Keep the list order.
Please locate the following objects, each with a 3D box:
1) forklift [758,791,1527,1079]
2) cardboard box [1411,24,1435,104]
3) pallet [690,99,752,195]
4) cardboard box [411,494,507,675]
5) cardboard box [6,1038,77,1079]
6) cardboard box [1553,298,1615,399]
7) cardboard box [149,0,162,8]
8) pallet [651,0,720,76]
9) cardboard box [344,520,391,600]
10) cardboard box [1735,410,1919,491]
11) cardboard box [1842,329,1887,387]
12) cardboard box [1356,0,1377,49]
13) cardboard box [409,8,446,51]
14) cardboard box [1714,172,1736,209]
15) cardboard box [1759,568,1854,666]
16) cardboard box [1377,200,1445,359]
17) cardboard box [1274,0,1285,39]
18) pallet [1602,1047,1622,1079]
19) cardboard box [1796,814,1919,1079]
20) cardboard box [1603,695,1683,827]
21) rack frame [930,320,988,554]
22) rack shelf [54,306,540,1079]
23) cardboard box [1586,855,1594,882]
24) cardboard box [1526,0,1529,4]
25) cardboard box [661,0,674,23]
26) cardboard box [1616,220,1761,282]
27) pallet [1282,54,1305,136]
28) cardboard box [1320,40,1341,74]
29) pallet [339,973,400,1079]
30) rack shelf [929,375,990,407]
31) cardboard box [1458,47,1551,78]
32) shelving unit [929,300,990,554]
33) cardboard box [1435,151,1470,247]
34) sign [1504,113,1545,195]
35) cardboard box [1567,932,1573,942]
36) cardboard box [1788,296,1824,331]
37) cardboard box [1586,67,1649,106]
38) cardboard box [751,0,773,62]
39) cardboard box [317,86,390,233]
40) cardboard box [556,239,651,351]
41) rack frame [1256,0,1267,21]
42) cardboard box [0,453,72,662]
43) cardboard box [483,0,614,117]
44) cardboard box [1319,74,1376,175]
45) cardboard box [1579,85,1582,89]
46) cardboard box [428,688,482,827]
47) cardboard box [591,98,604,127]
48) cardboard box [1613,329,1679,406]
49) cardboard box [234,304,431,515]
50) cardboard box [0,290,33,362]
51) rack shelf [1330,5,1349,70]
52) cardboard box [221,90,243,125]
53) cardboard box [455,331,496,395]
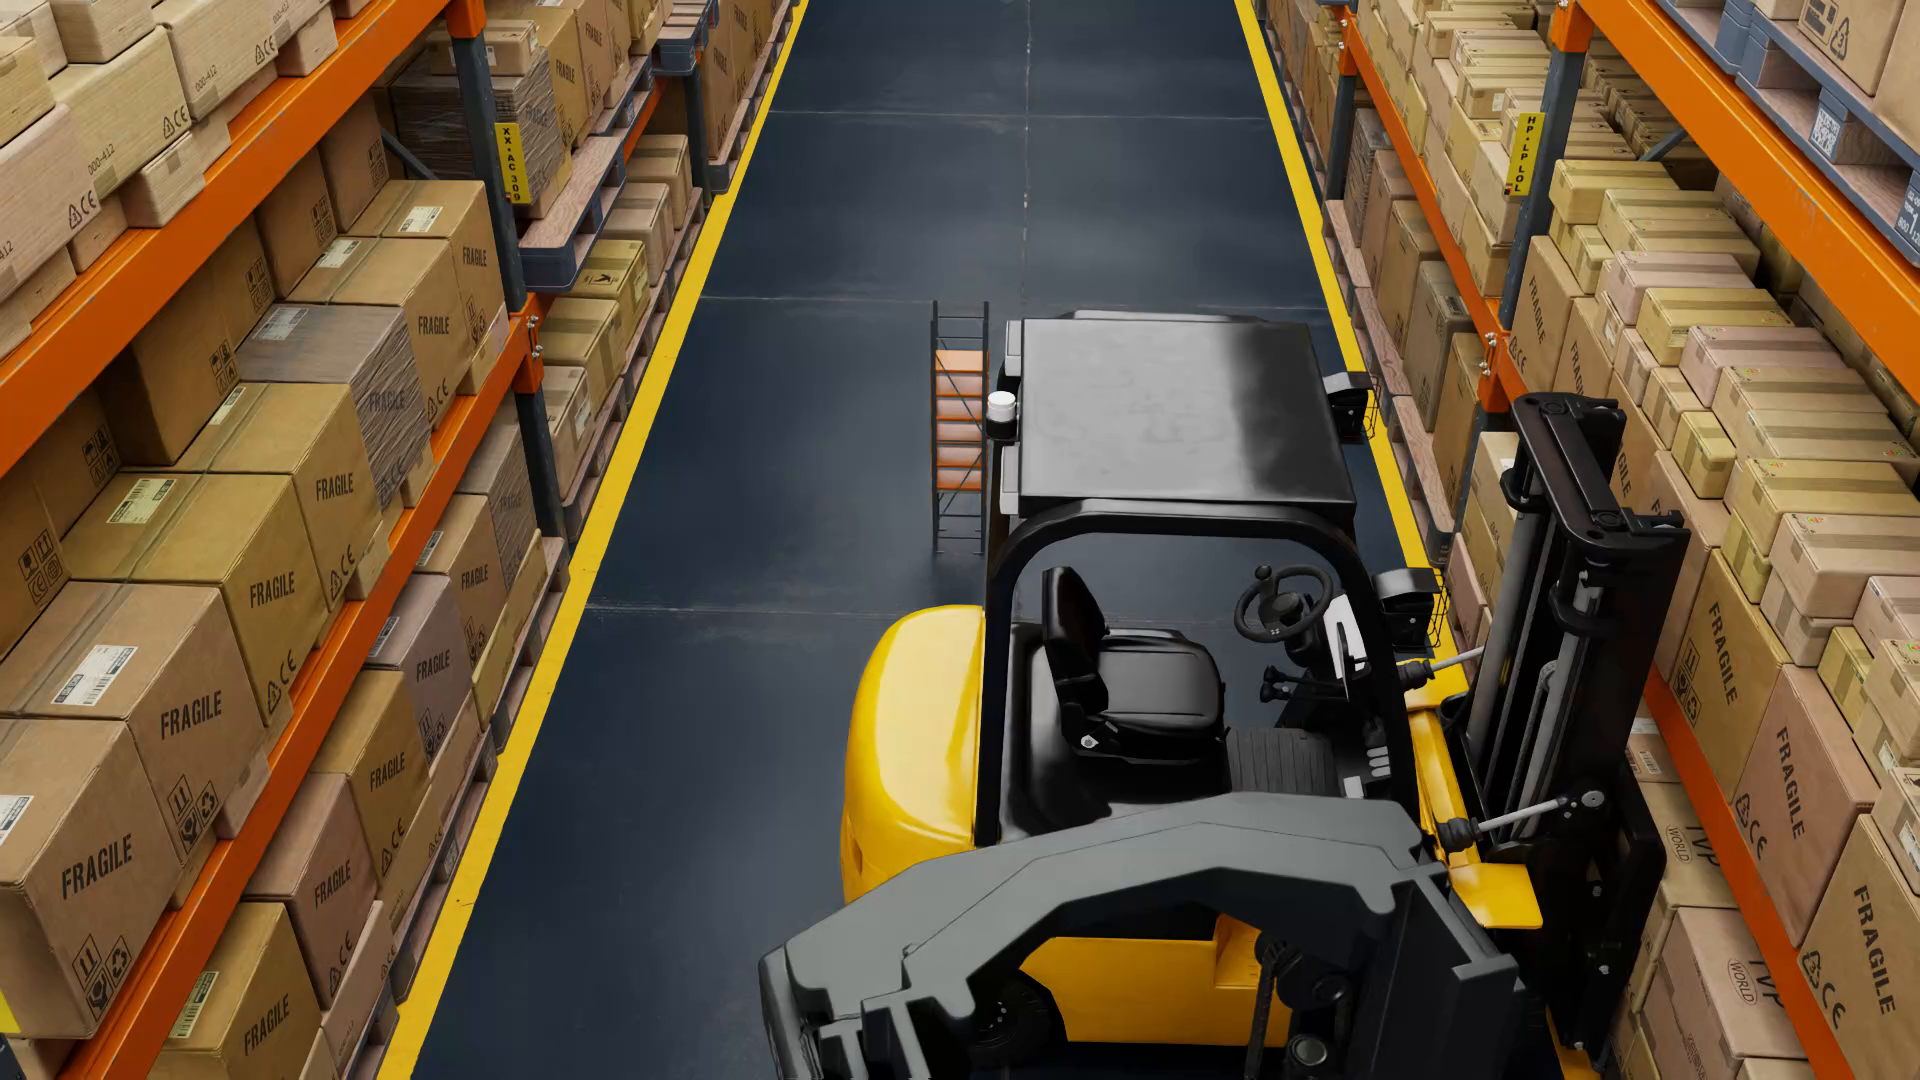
[{"bbox_3d":[0.392,1.943,2.437,1.130,2.935,3.031,-10,36,-14],"label":"forklift"},{"bbox_3d":[2.516,-2.315,8.132,0.500,0.250,0.500,2,35,3],"label":"cardboard box"},{"bbox_3d":[-2.019,-2.726,11.446,1.003,0.211,1.213,1,35,2],"label":"pallet"},{"bbox_3d":[-2.061,0.167,6.278,0.500,0.500,0.500,2,35,3],"label":"cardboard box"},{"bbox_3d":[-2.227,1.093,3.805,0.380,0.149,0.250,1,35,2],"label":"cardboard box"},{"bbox_3d":[2.390,-0.498,5.763,0.500,0.500,0.500,2,35,3],"label":"cardboard box"},{"bbox_3d":[-2.137,-1.344,3.969,0.380,0.149,0.250,2,35,3],"label":"cardboard box"},{"bbox_3d":[-2.048,-2.926,9.471,1.213,0.211,1.003,1,35,2],"label":"pallet"},{"bbox_3d":[-2.047,0.055,5.281,0.380,0.149,0.250,2,35,2],"label":"cardboard box"},{"bbox_3d":[2.372,-0.227,4.555,0.380,0.149,0.250,2,35,3],"label":"cardboard box"},{"bbox_3d":[2.879,-0.508,4.954,0.380,0.149,0.250,1,35,1],"label":"cardboard box"},{"bbox_3d":[2.572,-2.993,9.530,0.500,0.250,0.500,1,35,2],"label":"cardboard box"},{"bbox_3d":[-2.479,-2.008,7.288,0.500,0.500,0.500,2,35,2],"label":"cardboard box"},{"bbox_3d":[2.962,-1.243,6.000,0.380,0.149,0.250,1,35,2],"label":"cardboard box"},{"bbox_3d":[2.284,0.189,4.221,0.380,0.149,0.250,0,35,0],"label":"cardboard box"},{"bbox_3d":[2.750,-1.383,8.810,0.875,0.625,0.625,0,35,0],"label":"cardboard box"},{"bbox_3d":[2.739,-4.172,12.886,0.500,0.500,0.500,1,35,1],"label":"cardboard box"},{"bbox_3d":[2.502,1.993,4.730,1.003,0.211,1.213,1,35,2],"label":"pallet"},{"bbox_3d":[2.270,0.963,3.684,0.500,0.500,0.500,1,35,1],"label":"cardboard box"},{"bbox_3d":[2.272,0.690,5.315,0.500,0.250,0.500,1,35,1],"label":"cardboard box"},{"bbox_3d":[-0.004,-0.430,7.318,0.240,1.200,0.006,1,35,2],"label":"rack frame"},{"bbox_3d":[-2.367,0.325,5.304,1.077,0.370,4.000,1,35,2],"label":"rack shelf"},{"bbox_3d":[2.274,0.882,5.478,0.500,0.250,0.500,1,35,2],"label":"cardboard box"},{"bbox_3d":[3.025,-2.827,8.513,0.380,0.149,0.250,1,35,2],"label":"cardboard box"},{"bbox_3d":[-1.808,-2.990,9.249,0.380,0.149,0.250,1,35,1],"label":"cardboard box"},{"bbox_3d":[2.443,-0.958,5.595,0.380,0.149,0.250,1,35,1],"label":"cardboard box"},{"bbox_3d":[2.954,-3.290,12.248,1.003,0.211,1.213,1,35,2],"label":"pallet"},{"bbox_3d":[2.581,-3.165,10.890,0.380,0.149,0.250,0,35,-1],"label":"cardboard box"},{"bbox_3d":[-2.376,1.811,4.989,1.003,0.211,1.213,1,35,2],"label":"pallet"},{"bbox_3d":[-0.001,-0.643,7.281,0.258,0.103,0.180,1,35,2],"label":"rack shelf"},{"bbox_3d":[2.471,-2.104,7.485,0.380,0.149,0.250,1,35,1],"label":"cardboard box"},{"bbox_3d":[-0.001,-0.483,7.393,0.258,1.200,0.189,1,35,2],"label":"shelving unit"},{"bbox_3d":[2.447,-1.529,7.447,0.500,0.250,0.500,1,35,2],"label":"cardboard box"},{"bbox_3d":[2.131,-1.454,6.272,0.100,0.325,0.005,1,35,2],"label":"sign"},{"bbox_3d":[2.273,1.097,5.607,0.500,0.250,0.500,2,35,3],"label":"cardboard box"},{"bbox_3d":[2.951,-0.675,5.450,0.380,0.149,0.250,2,35,2],"label":"cardboard box"},{"bbox_3d":[2.965,-1.952,7.268,0.380,0.149,0.250,1,35,1],"label":"cardboard box"},{"bbox_3d":[-1.939,-4.140,12.514,0.875,0.875,0.875,2,35,3],"label":"cardboard box"},{"bbox_3d":[-2.521,-1.442,5.978,0.700,0.500,0.500,1,35,1],"label":"cardboard box"},{"bbox_3d":[-2.216,-1.329,8.952,0.950,0.372,0.625,2,35,3],"label":"cardboard box"},{"bbox_3d":[2.995,-5.602,13.112,1.000,3.000,0.127,1,35,2],"label":"rack frame"},{"bbox_3d":[-2.617,0.019,3.899,0.700,0.500,0.500,2,35,2],"label":"cardboard box"},{"bbox_3d":[-1.928,-2.287,7.684,0.500,0.500,0.500,1,35,2],"label":"cardboard box"},{"bbox_3d":[2.636,-2.701,10.793,0.500,0.500,0.500,2,35,3],"label":"cardboard box"},{"bbox_3d":[3.012,-2.017,7.707,0.500,0.250,0.500,1,35,1],"label":"cardboard box"},{"bbox_3d":[-2.078,0.779,6.059,0.500,0.250,0.500,2,35,3],"label":"cardboard box"},{"bbox_3d":[-1.931,-2.094,7.974,0.380,0.149,0.250,2,35,2],"label":"cardboard box"},{"bbox_3d":[2.310,-0.545,5.265,0.380,0.149,0.250,1,35,1],"label":"cardboard box"},{"bbox_3d":[-2.086,-0.425,5.401,0.500,0.500,0.500,2,35,3],"label":"cardboard box"},{"bbox_3d":[-2.143,-0.432,3.365,0.380,0.149,0.250,2,35,3],"label":"cardboard box"},{"bbox_3d":[2.914,-4.158,11.684,1.077,0.370,4.000,1,35,2],"label":"rack shelf"},{"bbox_3d":[-2.152,-1.168,4.413,0.380,0.149,0.250,1,35,1],"label":"cardboard box"},{"bbox_3d":[-1.998,-0.680,6.327,0.380,0.149,0.250,2,35,3],"label":"cardboard box"}]
